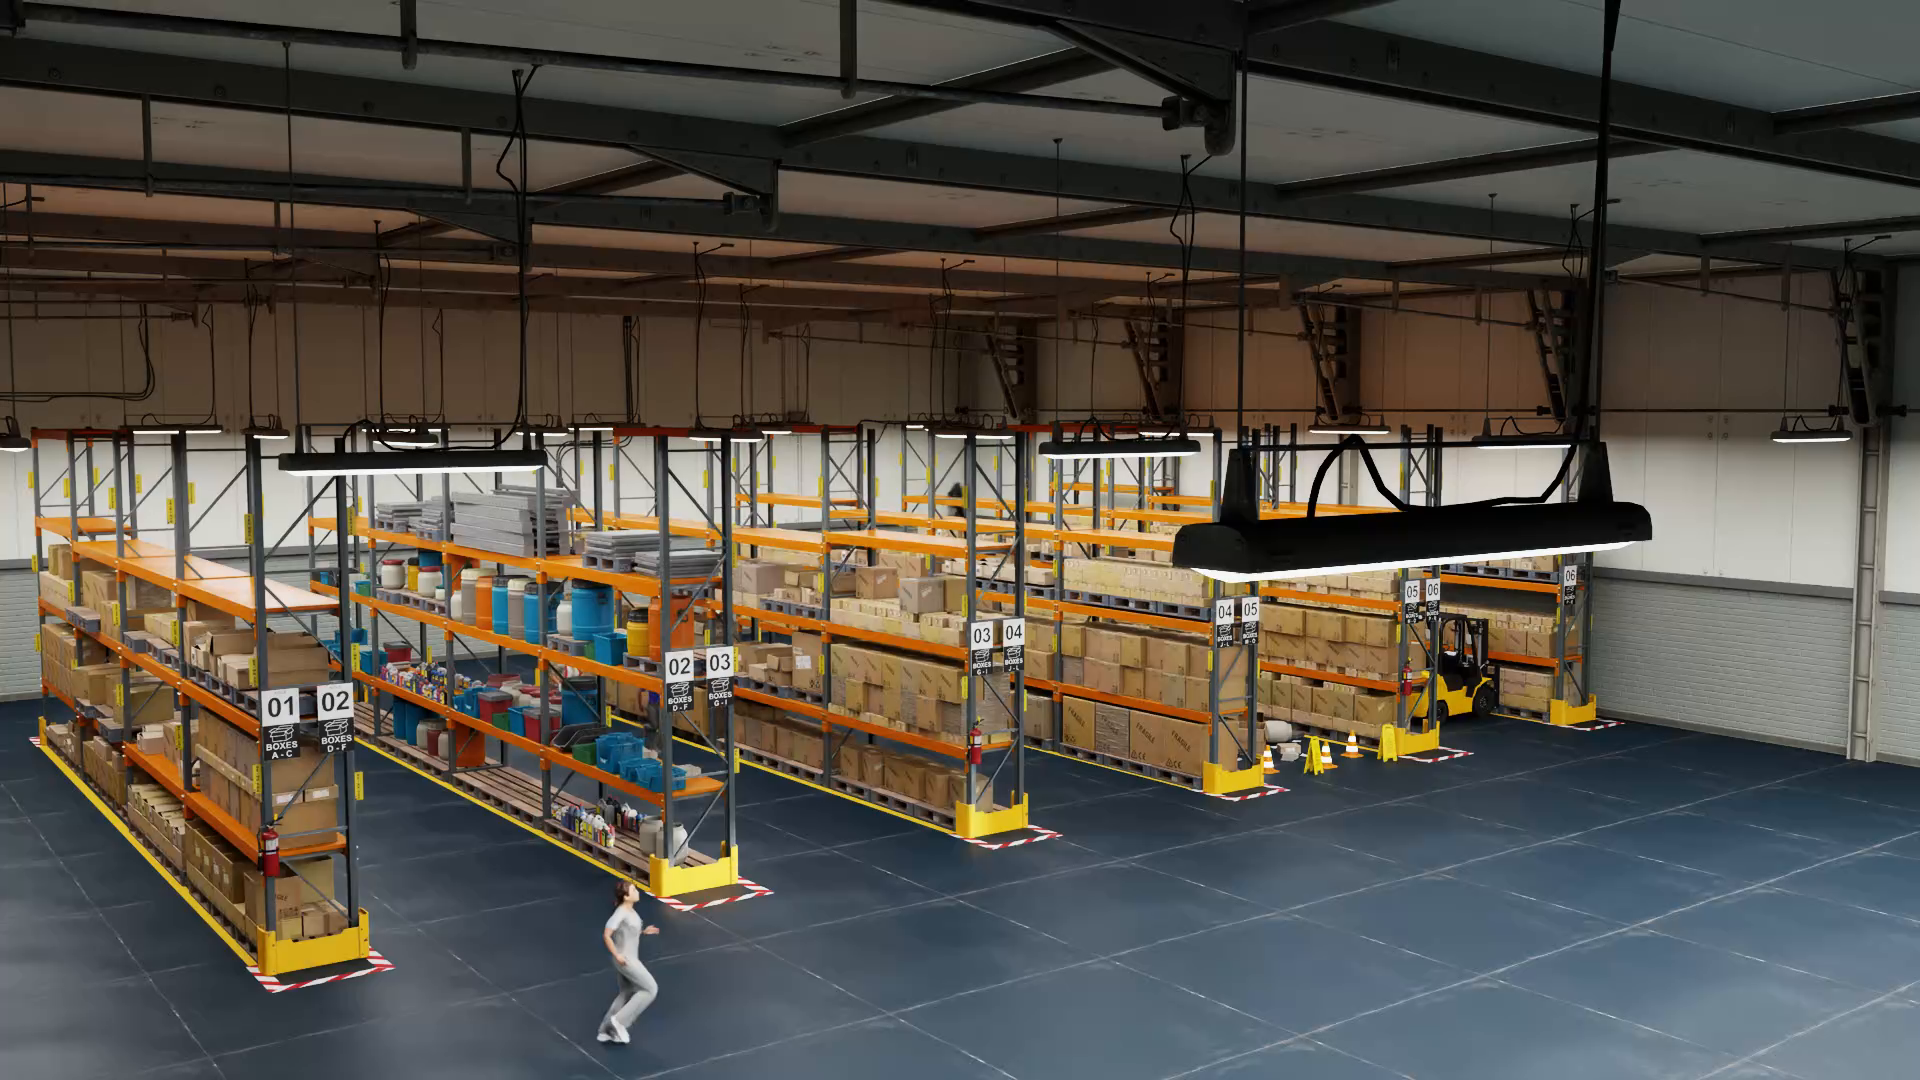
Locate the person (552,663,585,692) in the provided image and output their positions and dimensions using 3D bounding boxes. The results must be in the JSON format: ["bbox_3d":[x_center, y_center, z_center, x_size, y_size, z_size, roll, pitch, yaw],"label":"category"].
[{"bbox_3d":[-7.580,2.923,32.311,0.639,1.747,0.692,-4,6,-39],"label":"person"}]

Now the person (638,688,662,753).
[{"bbox_3d":[-5.644,3.136,30.799,0.611,1.612,0.664,-4,6,-40],"label":"person"}]

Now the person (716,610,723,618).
[{"bbox_3d":[-5.562,2.457,38.463,0.697,1.735,0.602,-3,5,-29],"label":"person"}]

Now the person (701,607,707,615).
[{"bbox_3d":[-6.276,2.376,40.613,0.664,1.585,0.571,3,5,31],"label":"person"}]

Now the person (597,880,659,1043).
[{"bbox_3d":[-3.317,4.202,16.604,0.628,1.629,0.564,-1,5,-8],"label":"person"}]
